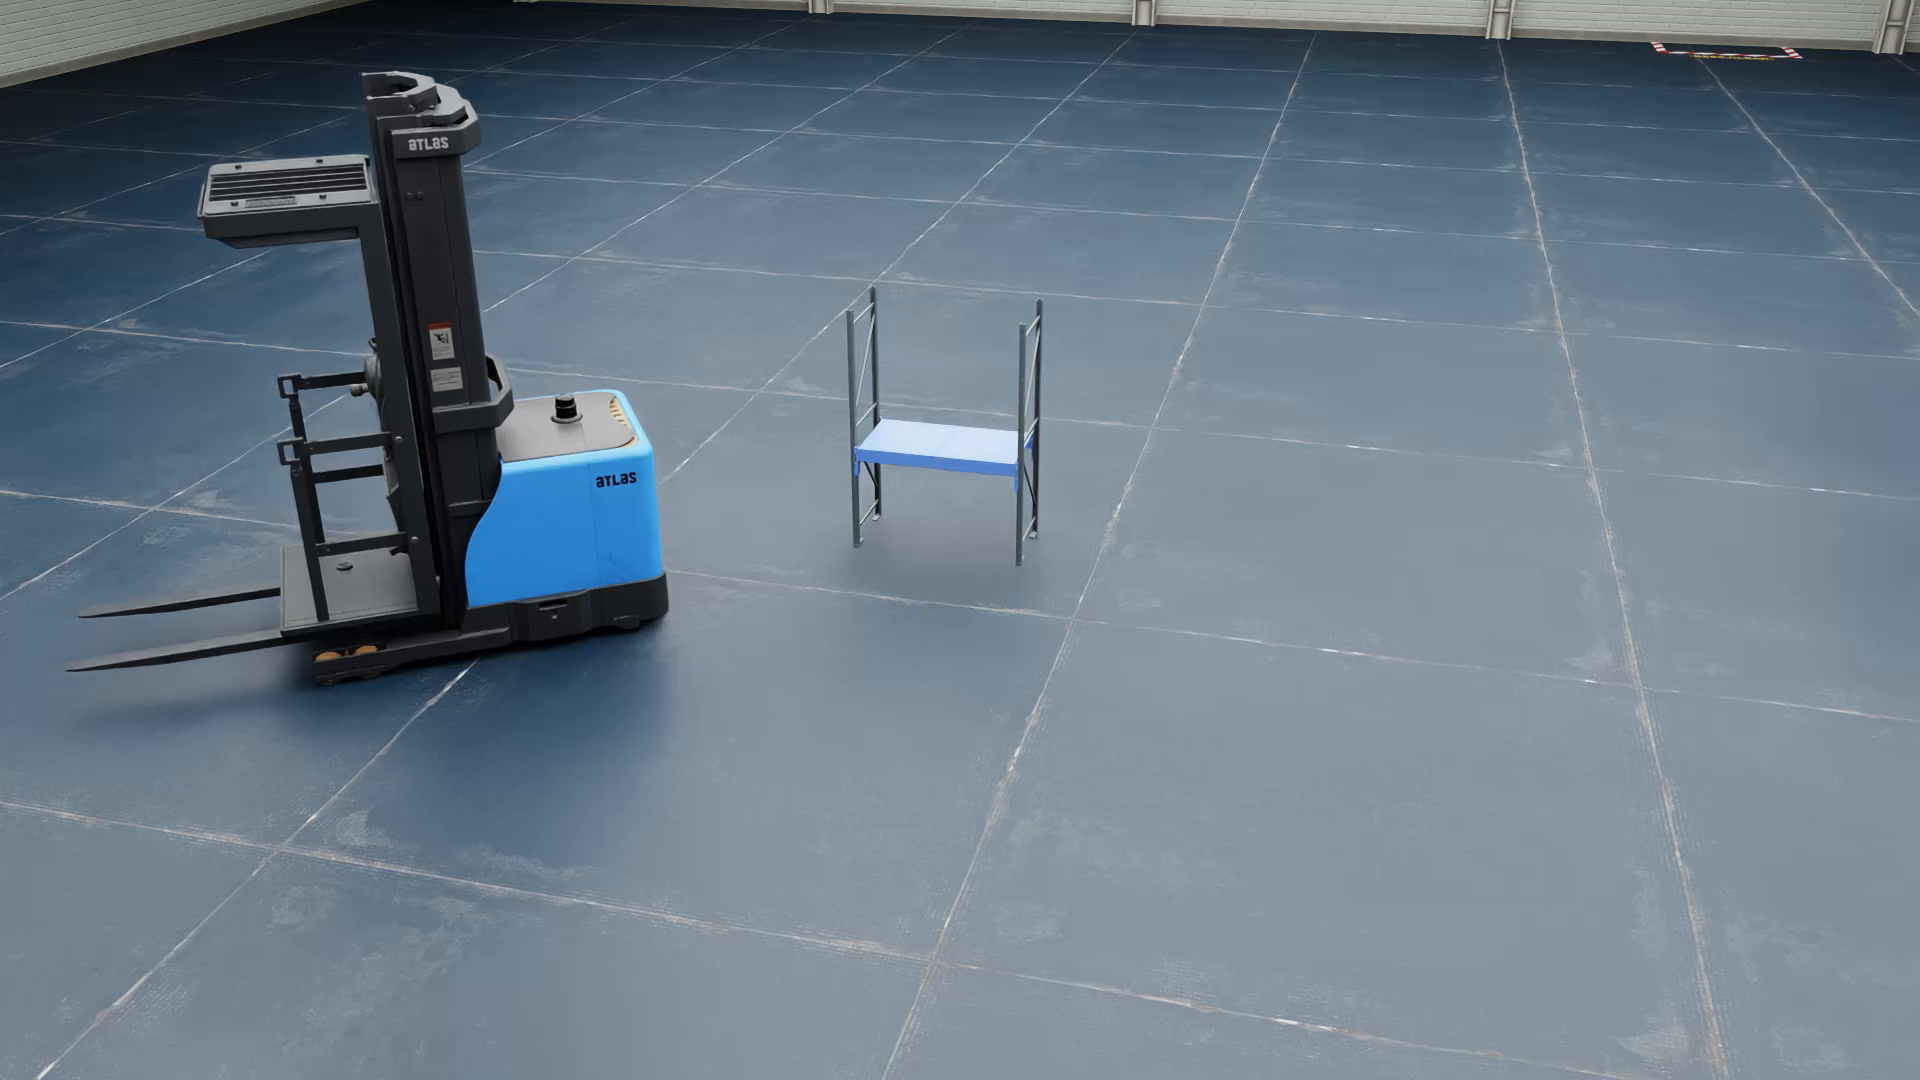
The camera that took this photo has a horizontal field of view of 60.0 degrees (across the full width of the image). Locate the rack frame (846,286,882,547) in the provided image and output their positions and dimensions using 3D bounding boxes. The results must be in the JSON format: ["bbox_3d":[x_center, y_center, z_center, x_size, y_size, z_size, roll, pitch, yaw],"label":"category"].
[{"bbox_3d":[-0.575,-0.741,10.061,0.032,1.500,0.500,6,26,13],"label":"rack frame"}]

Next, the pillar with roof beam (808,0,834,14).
[{"bbox_3d":[-3.630,-12.025,25.040,0.400,9.000,9.100,6,26,13],"label":"pillar with roof beam"}]

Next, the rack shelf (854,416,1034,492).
[{"bbox_3d":[-0.083,-0.524,10.024,1.000,0.185,0.538,6,26,13],"label":"rack shelf"}]

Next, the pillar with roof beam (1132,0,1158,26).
[{"bbox_3d":[2.181,-11.383,23.691,0.400,9.000,9.100,6,26,13],"label":"pillar with roof beam"}]

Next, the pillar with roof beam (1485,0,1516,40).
[{"bbox_3d":[7.992,-10.741,22.342,0.400,9.000,9.100,6,26,13],"label":"pillar with roof beam"}]

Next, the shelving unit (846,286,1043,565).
[{"bbox_3d":[-0.083,-0.686,9.947,1.048,1.500,0.538,6,26,13],"label":"shelving unit"}]

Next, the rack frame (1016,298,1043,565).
[{"bbox_3d":[0.410,-0.632,9.832,0.032,1.500,0.500,6,26,13],"label":"rack frame"}]

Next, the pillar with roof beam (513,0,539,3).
[{"bbox_3d":[-9.441,-12.668,26.389,0.400,9.000,9.100,6,26,13],"label":"pillar with roof beam"}]

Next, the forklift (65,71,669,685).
[{"bbox_3d":[-3.195,-0.827,8.577,3.031,2.935,1.130,-9,27,-18],"label":"forklift"}]

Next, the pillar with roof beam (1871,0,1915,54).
[{"bbox_3d":[13.803,-10.098,20.993,0.400,9.000,9.100,6,26,13],"label":"pillar with roof beam"}]
